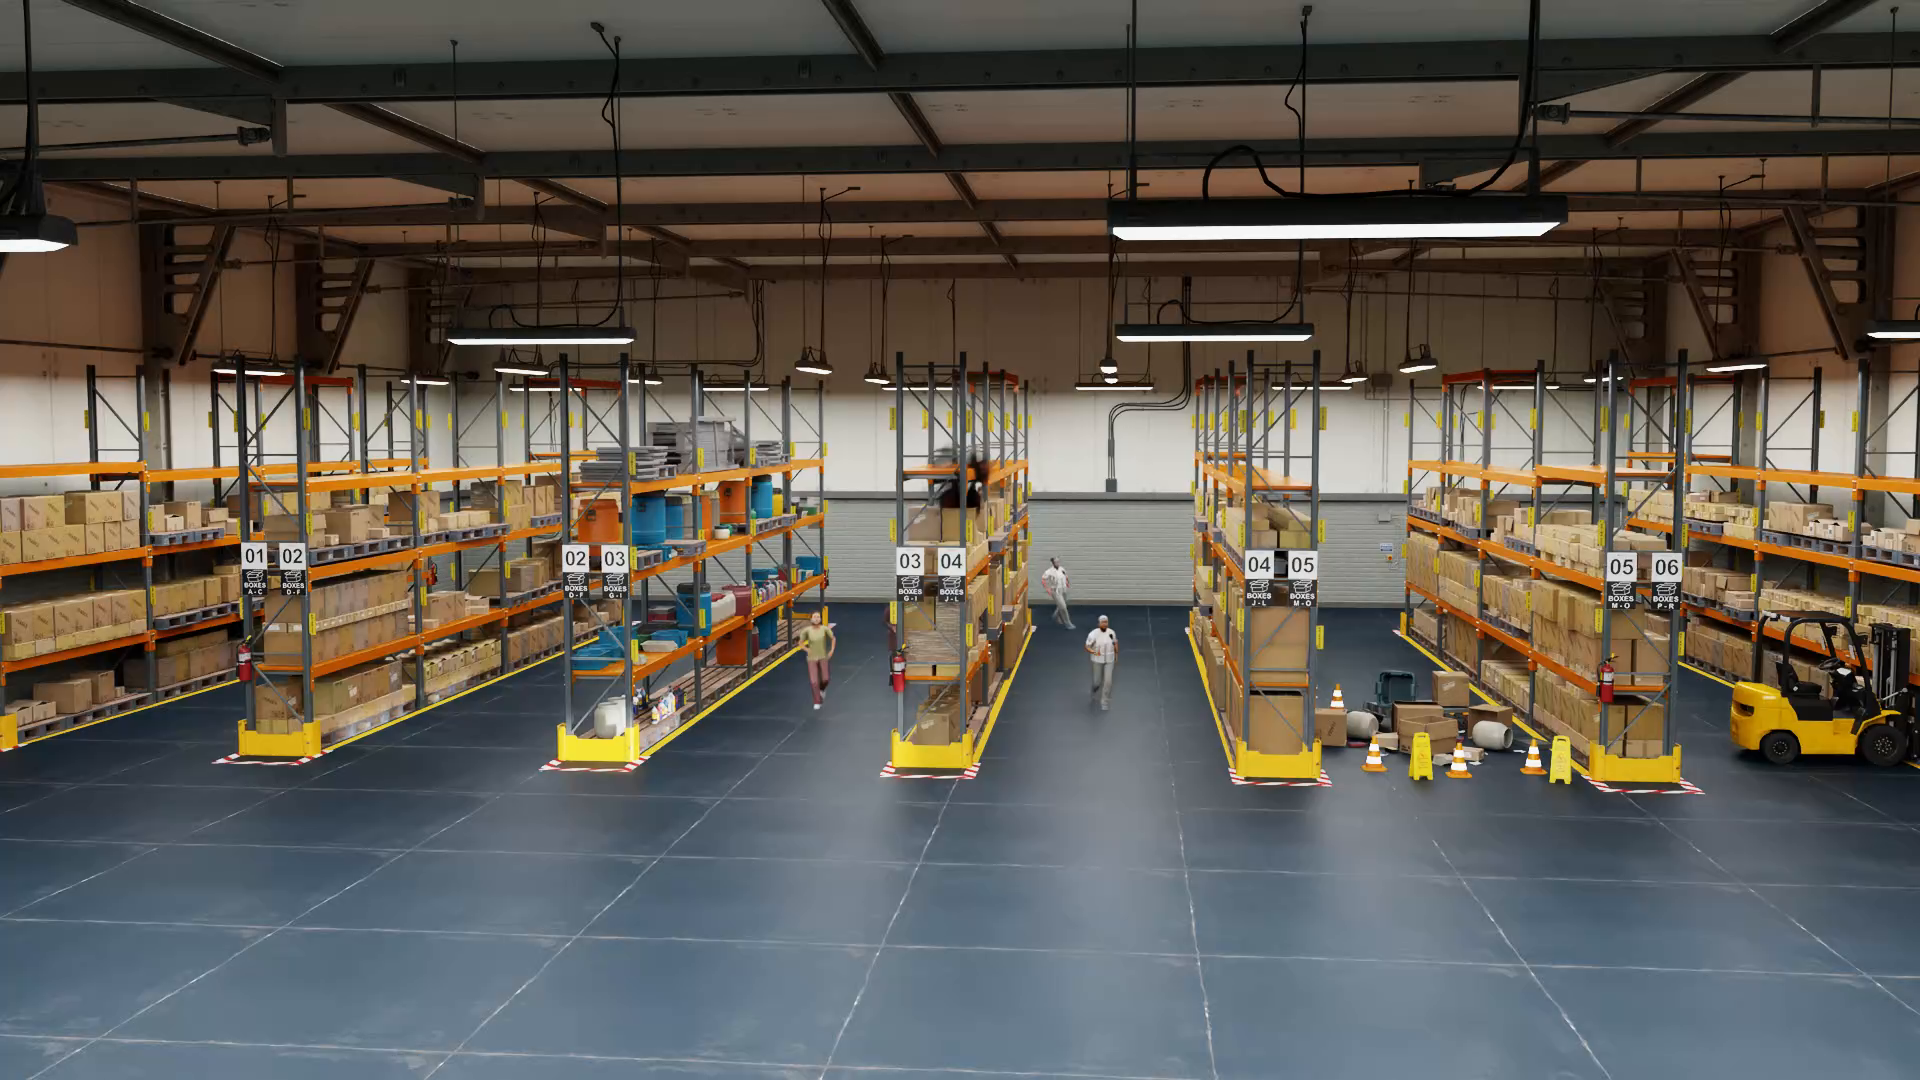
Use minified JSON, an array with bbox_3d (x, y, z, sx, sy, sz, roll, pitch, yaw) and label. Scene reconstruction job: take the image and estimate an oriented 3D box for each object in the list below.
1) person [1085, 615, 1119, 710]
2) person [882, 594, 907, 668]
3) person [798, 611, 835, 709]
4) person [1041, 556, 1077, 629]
[{"bbox_3d":[2.489,2.123,29.057,0.616,1.630,0.679,-1,4,-8],"label":"person"},{"bbox_3d":[-1.148,1.866,31.749,0.668,1.741,0.711,0,4,-1],"label":"person"},{"bbox_3d":[-2.364,1.980,27.528,0.631,1.629,0.551,-1,4,-11],"label":"person"},{"bbox_3d":[2.395,1.260,40.262,0.734,1.750,0.960,-3,5,-38],"label":"person"}]
